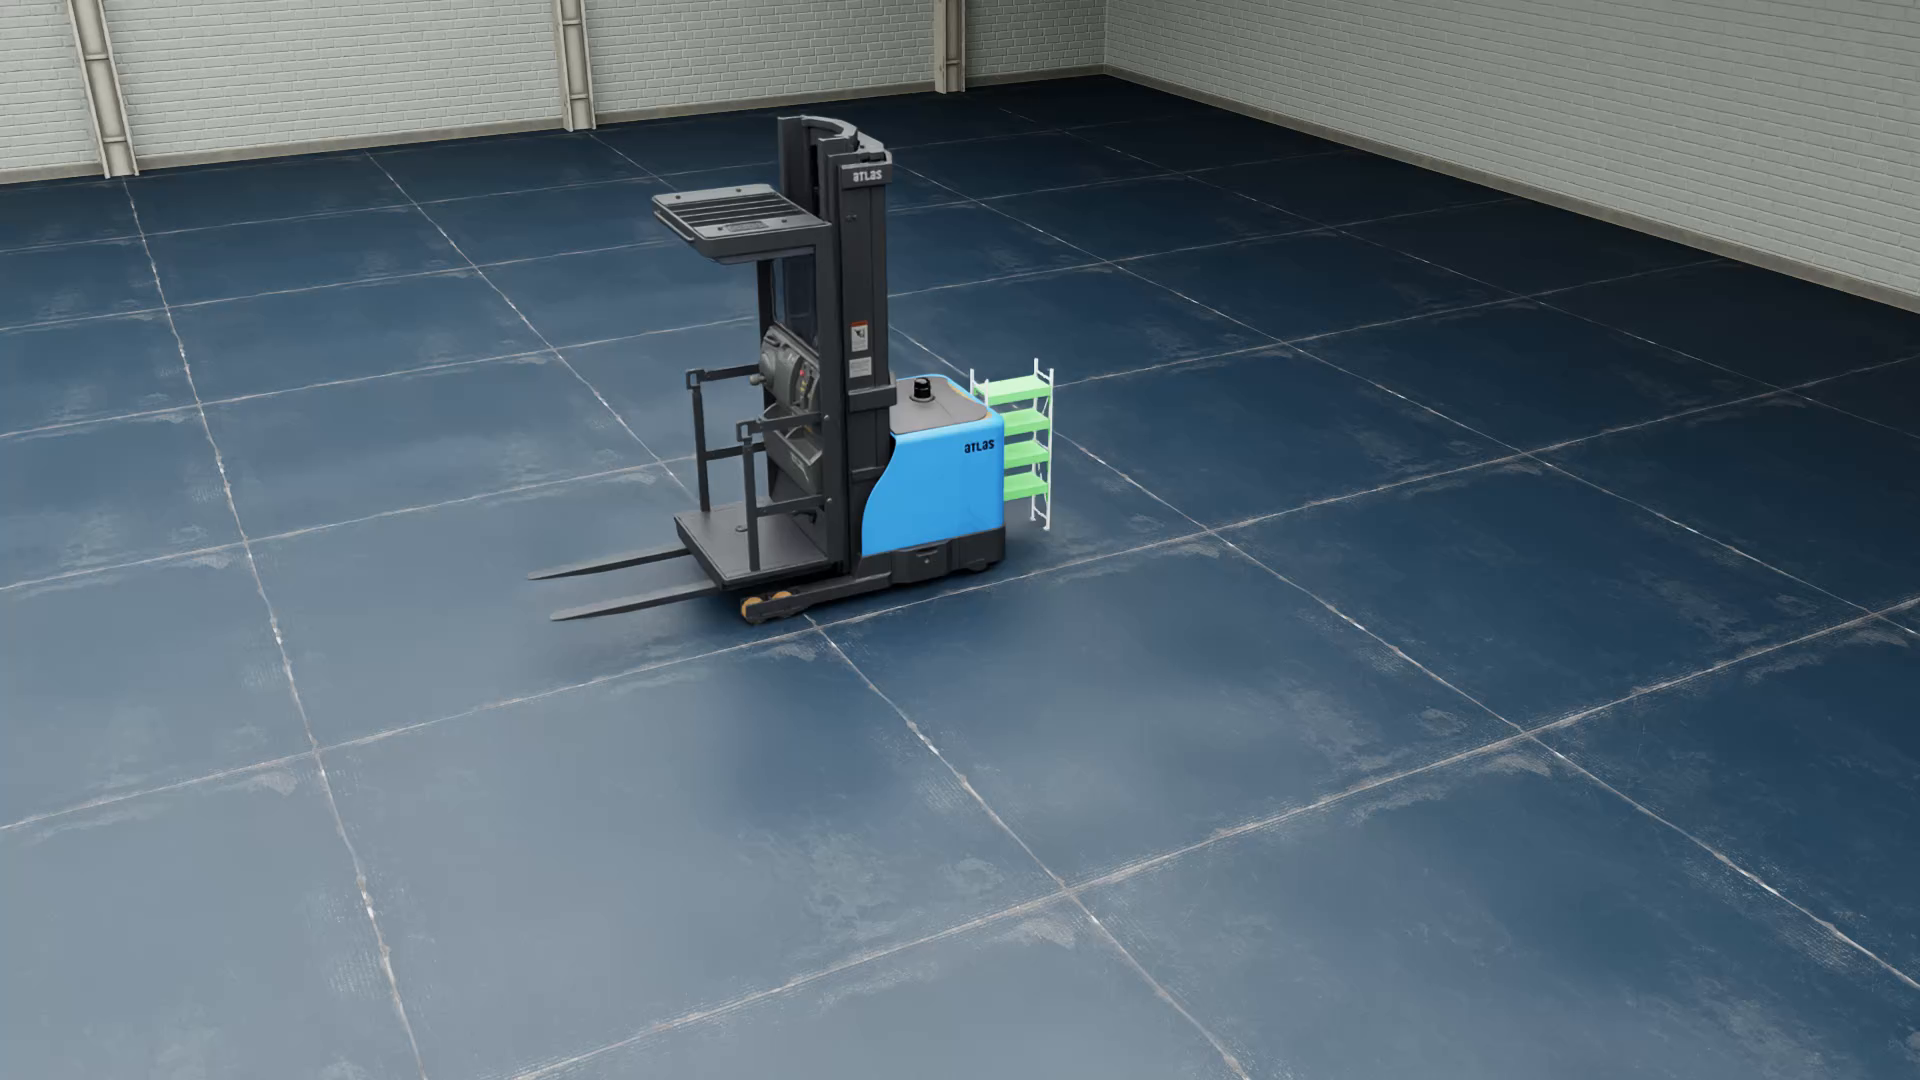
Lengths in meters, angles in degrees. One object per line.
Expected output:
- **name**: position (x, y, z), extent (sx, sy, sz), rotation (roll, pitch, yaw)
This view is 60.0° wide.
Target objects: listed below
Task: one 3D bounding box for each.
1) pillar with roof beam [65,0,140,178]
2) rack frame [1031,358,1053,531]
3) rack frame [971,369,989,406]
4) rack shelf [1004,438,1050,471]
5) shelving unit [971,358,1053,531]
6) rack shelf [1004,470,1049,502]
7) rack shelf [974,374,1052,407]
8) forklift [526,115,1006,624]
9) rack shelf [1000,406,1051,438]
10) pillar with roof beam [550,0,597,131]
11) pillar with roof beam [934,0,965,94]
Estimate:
- **pillar with roof beam**: position (-8.724, -7.104, 15.951), extent (0.400, 9.000, 9.100), rotation (-13, 29, -25)
- **rack frame**: position (0.569, -0.654, 11.529), extent (0.015, 1.200, 0.240), rotation (-12, 28, -23)
- **rack frame**: position (0.130, -0.562, 11.337), extent (0.015, 1.200, 0.240), rotation (-12, 28, -23)
- **rack shelf**: position (0.350, -0.551, 11.461), extent (0.480, 0.148, 0.258), rotation (-12, 28, -23)
- **shelving unit**: position (0.350, -0.608, 11.433), extent (0.503, 1.200, 0.258), rotation (-12, 28, -23)
- **rack shelf**: position (0.350, -0.334, 11.564), extent (0.480, 0.148, 0.258), rotation (-12, 28, -23)
- **rack shelf**: position (0.350, -0.983, 11.253), extent (0.480, 0.148, 0.258), rotation (-12, 28, -23)
- **forklift**: position (-1.251, -1.052, 10.357), extent (3.031, 2.935, 1.130), rotation (-12, 28, -23)
- **rack shelf**: position (0.350, -0.767, 11.357), extent (0.480, 0.148, 0.258), rotation (-12, 28, -23)
- **pillar with roof beam**: position (-3.429, -8.326, 18.496), extent (0.400, 9.000, 9.100), rotation (-13, 29, -25)
- **pillar with roof beam**: position (1.865, -9.548, 21.042), extent (0.400, 9.000, 9.100), rotation (-13, 29, -25)
